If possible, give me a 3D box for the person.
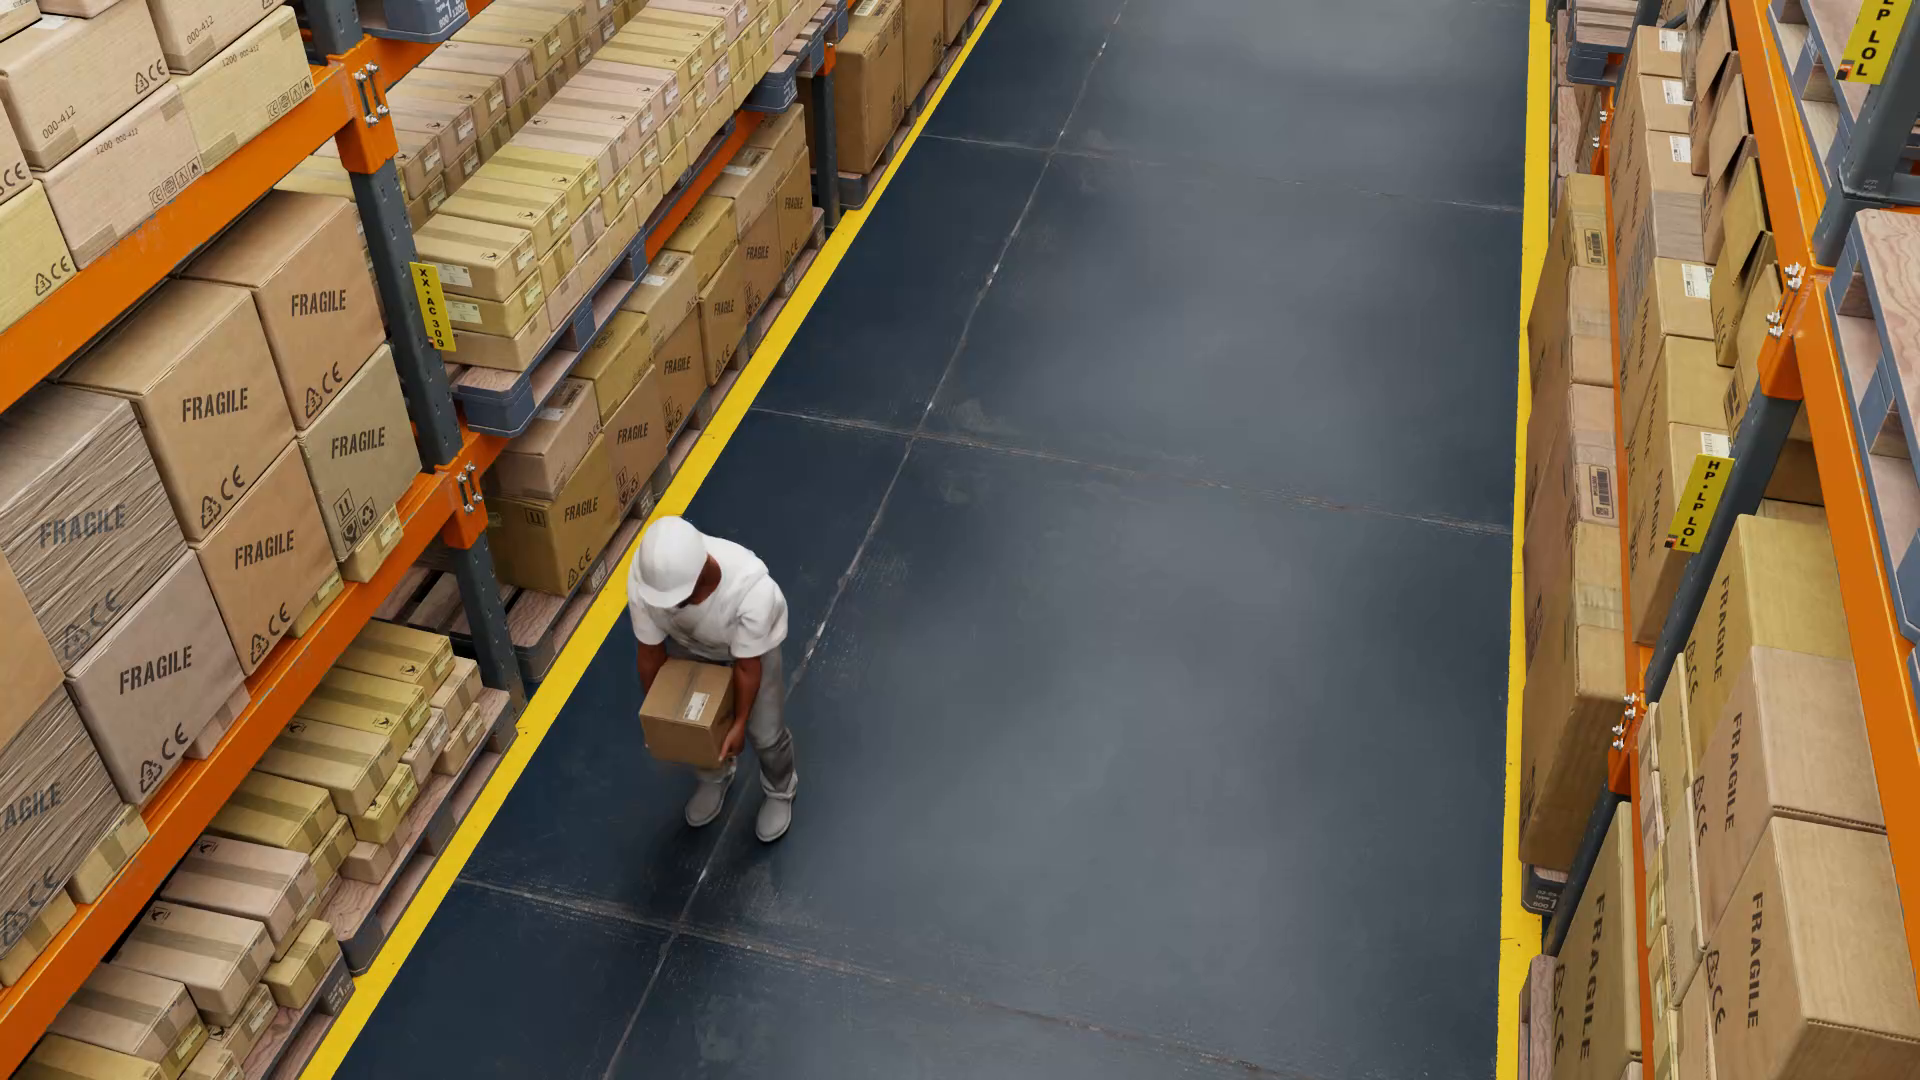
[{"bbox_3d":[-0.837,0.460,5.689,0.483,1.656,0.695,9,42,11],"label":"person"}]
